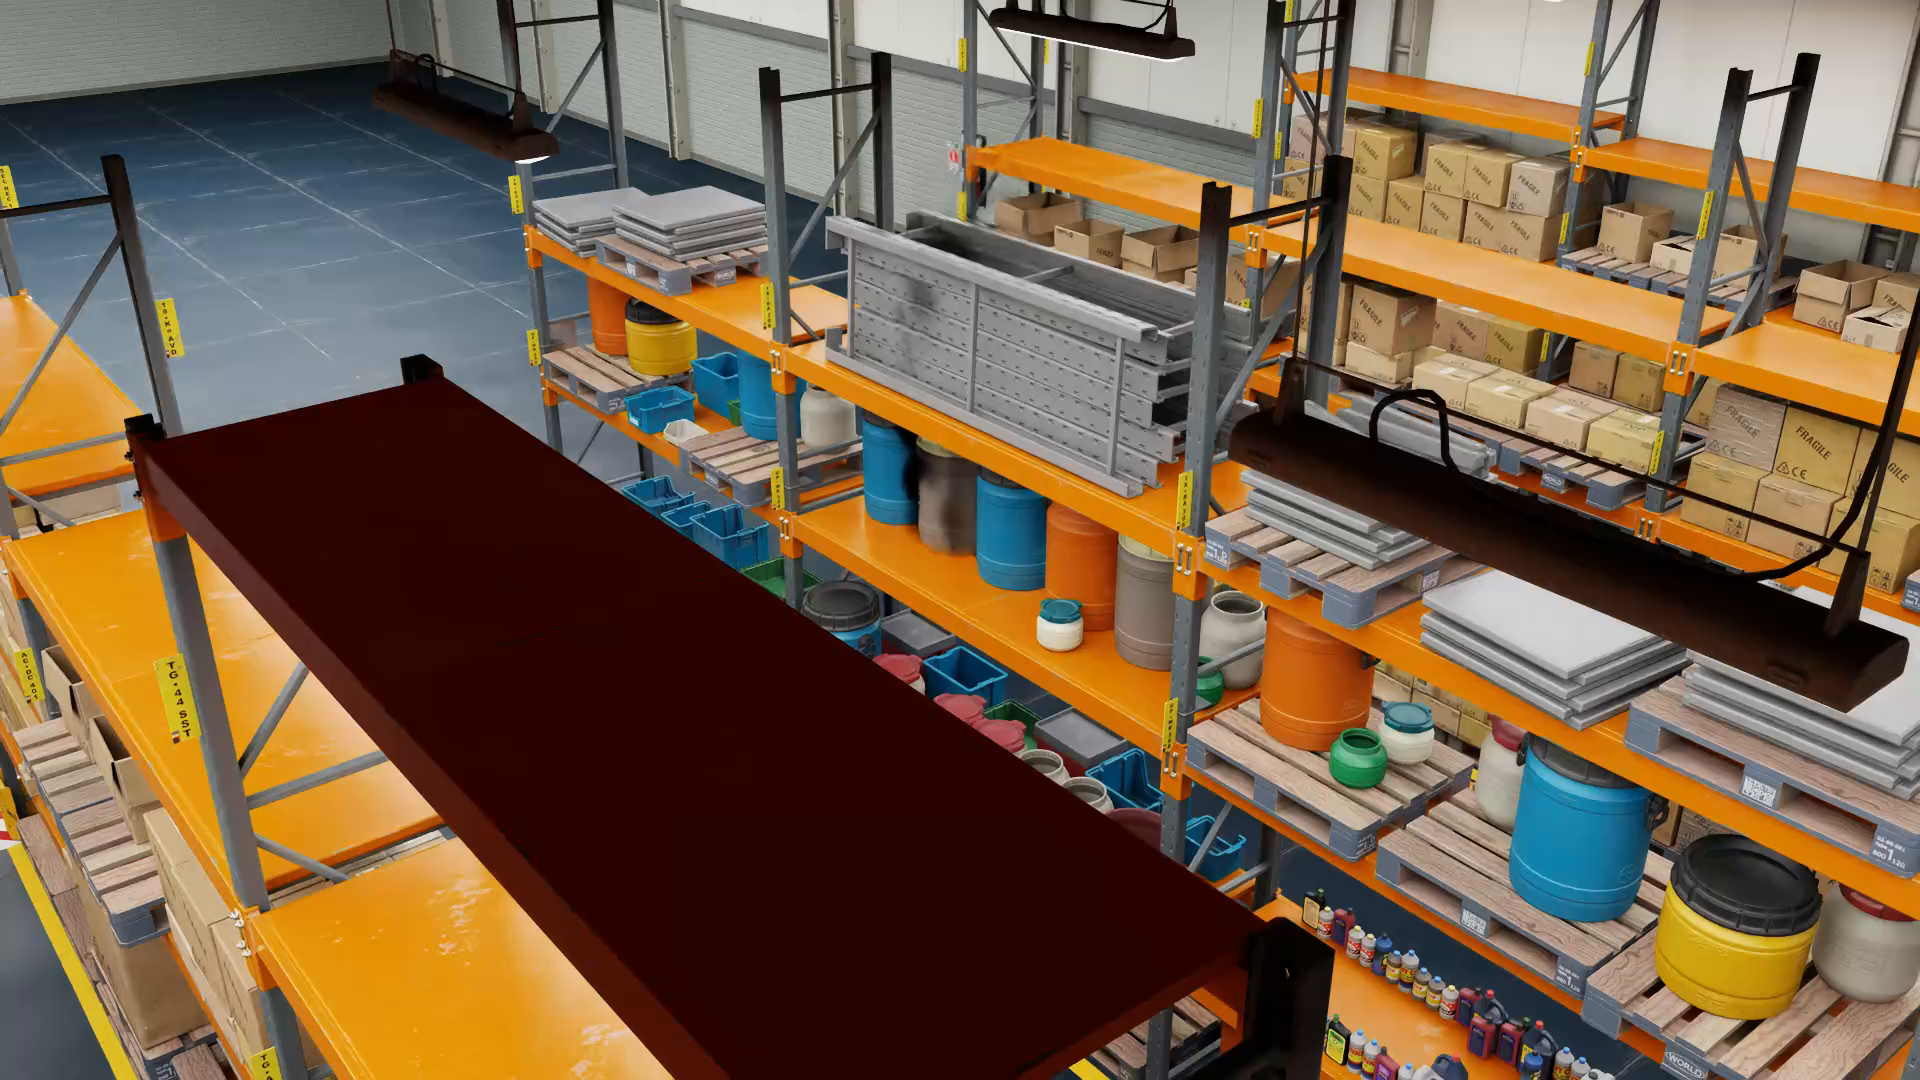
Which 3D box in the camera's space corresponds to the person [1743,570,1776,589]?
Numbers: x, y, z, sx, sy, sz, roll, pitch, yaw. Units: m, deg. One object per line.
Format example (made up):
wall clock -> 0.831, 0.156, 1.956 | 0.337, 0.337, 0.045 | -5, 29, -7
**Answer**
person -> 7.035, 0.751, 14.848 | 0.578, 1.665, 0.582 | 22, 34, 38
